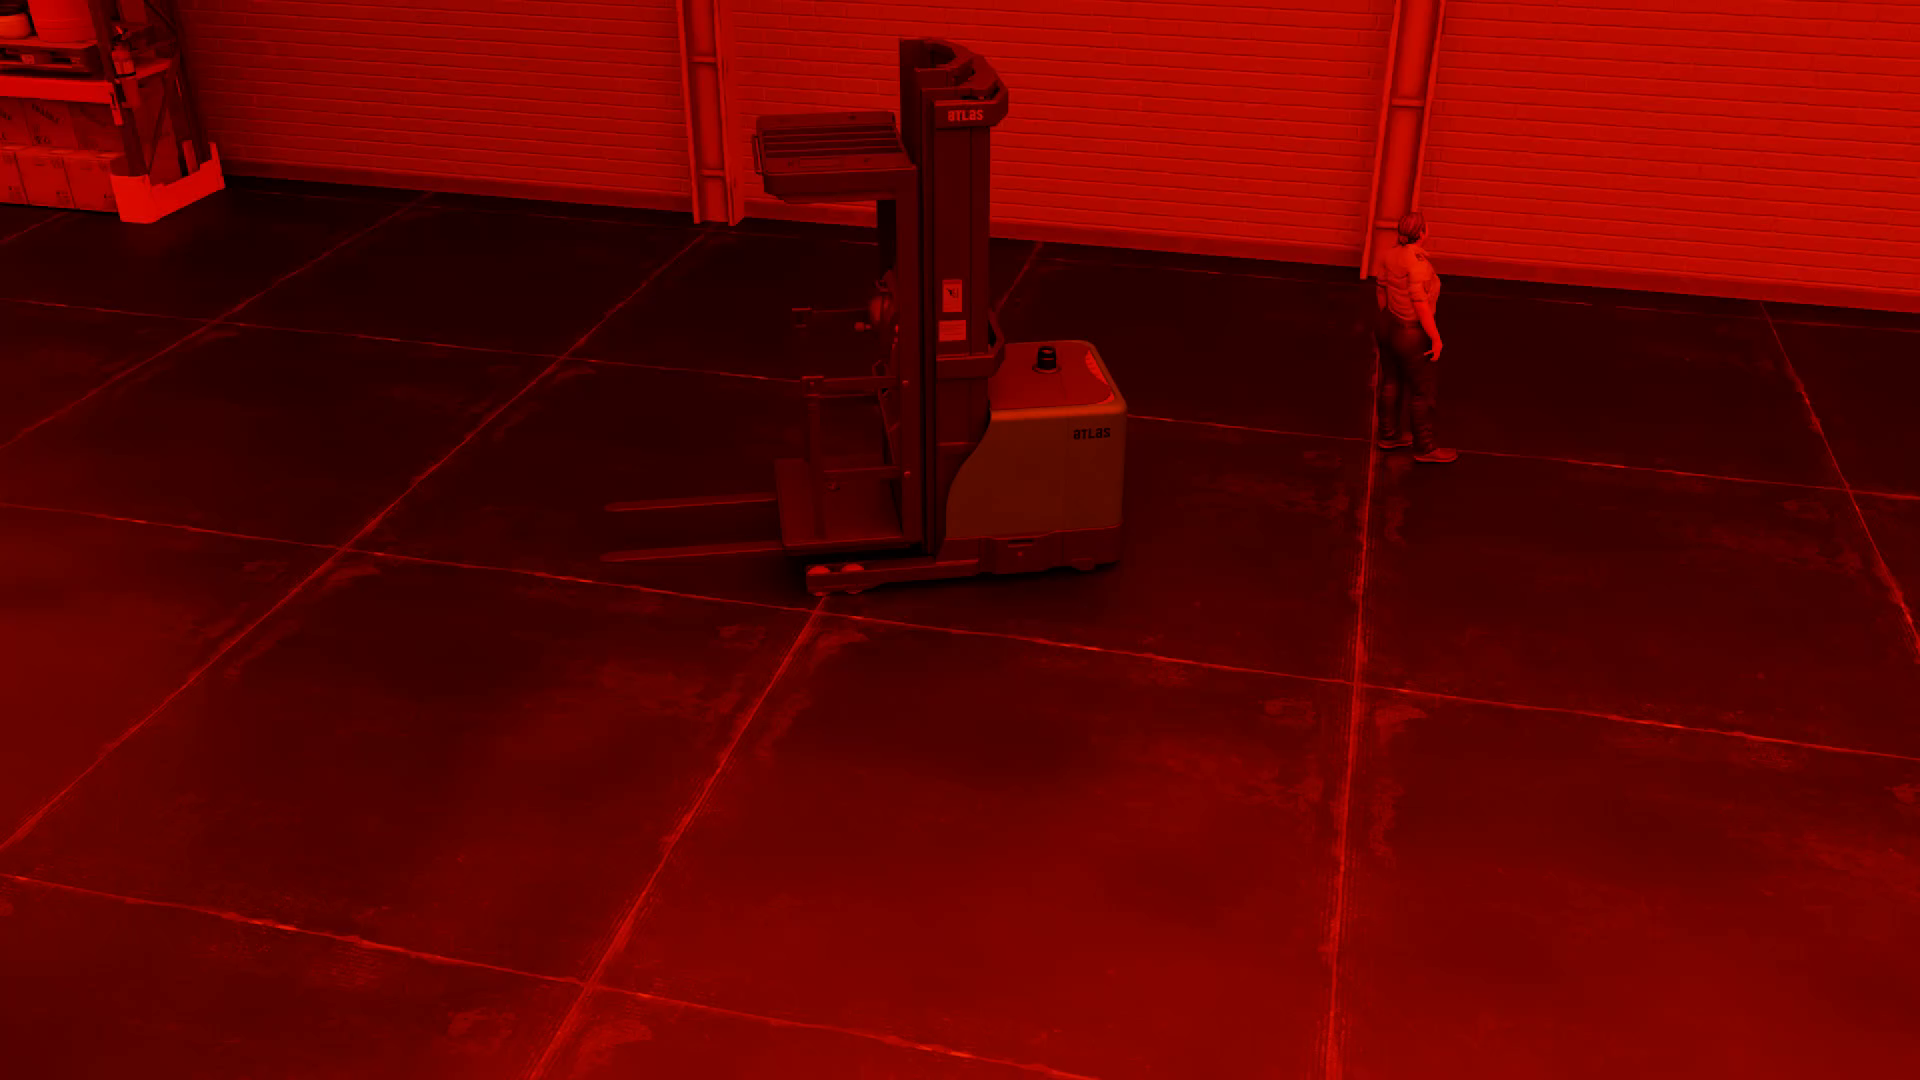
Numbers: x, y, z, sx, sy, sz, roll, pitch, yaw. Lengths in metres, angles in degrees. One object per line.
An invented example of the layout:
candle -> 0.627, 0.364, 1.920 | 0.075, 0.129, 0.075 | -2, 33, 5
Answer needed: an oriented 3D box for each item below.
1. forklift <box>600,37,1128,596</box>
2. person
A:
forklift -> -0.602, -1.232, 9.345 | 3.031, 2.935, 1.130 | -4, 30, -7
person -> 2.989, -1.335, 10.814 | 0.502, 1.651, 0.598 | -11, 31, -19
